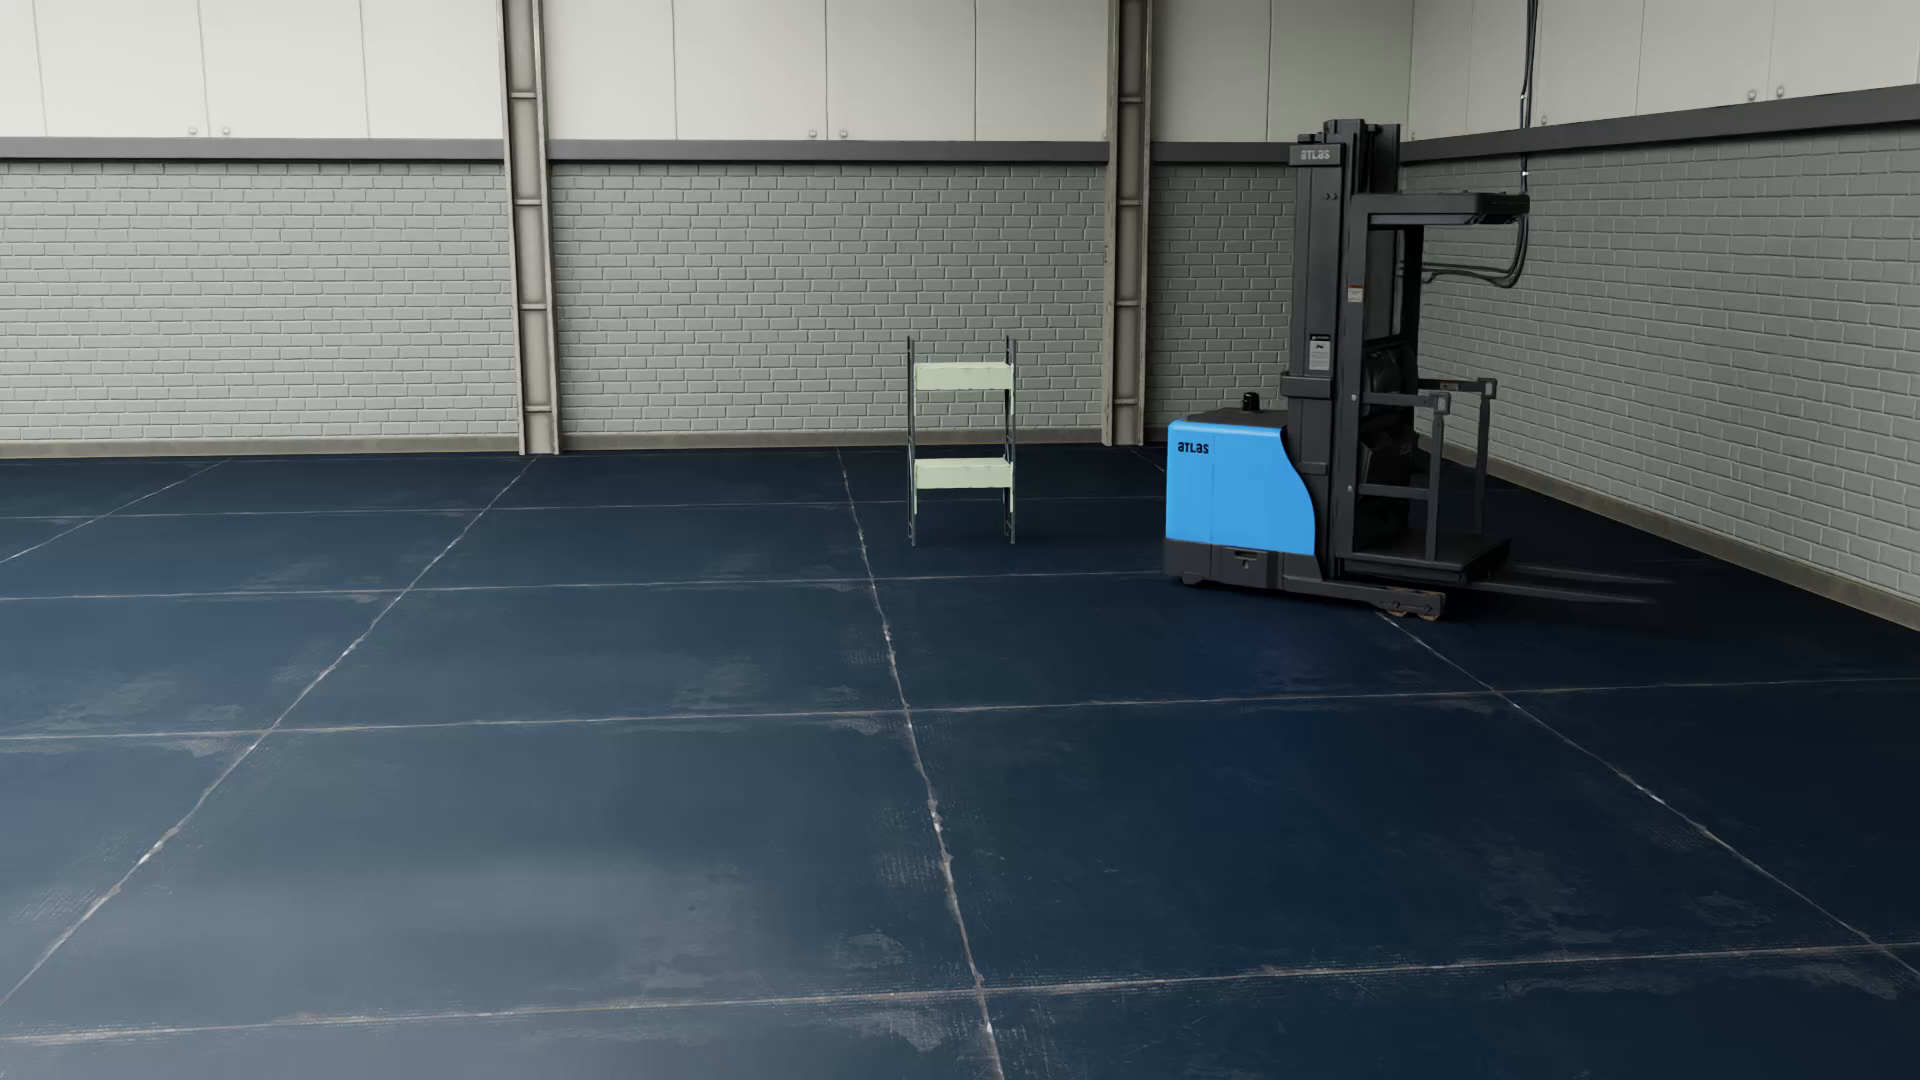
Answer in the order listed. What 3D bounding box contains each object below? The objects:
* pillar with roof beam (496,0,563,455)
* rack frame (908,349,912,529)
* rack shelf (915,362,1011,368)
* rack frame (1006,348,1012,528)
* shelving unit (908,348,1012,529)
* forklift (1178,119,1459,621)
[{"bbox_3d":[-3.788,-4.481,11.833,0.400,9.000,9.100,-1,11,-6],"label":"pillar with roof beam"},{"bbox_3d":[-0.357,-0.729,12.187,0.010,1.308,0.380,-1,11,-6],"label":"rack frame"},{"bbox_3d":[0.007,-1.250,12.123,0.686,0.052,0.368,-1,11,-6],"label":"rack shelf"},{"bbox_3d":[0.370,-0.744,12.264,0.010,1.308,0.380,-1,11,-6],"label":"rack frame"},{"bbox_3d":[0.006,-0.736,12.225,0.742,1.308,0.380,-1,11,-6],"label":"shelving unit"},{"bbox_3d":[2.839,-1.072,10.225,3.031,2.935,1.109,7,13,32],"label":"forklift"}]
